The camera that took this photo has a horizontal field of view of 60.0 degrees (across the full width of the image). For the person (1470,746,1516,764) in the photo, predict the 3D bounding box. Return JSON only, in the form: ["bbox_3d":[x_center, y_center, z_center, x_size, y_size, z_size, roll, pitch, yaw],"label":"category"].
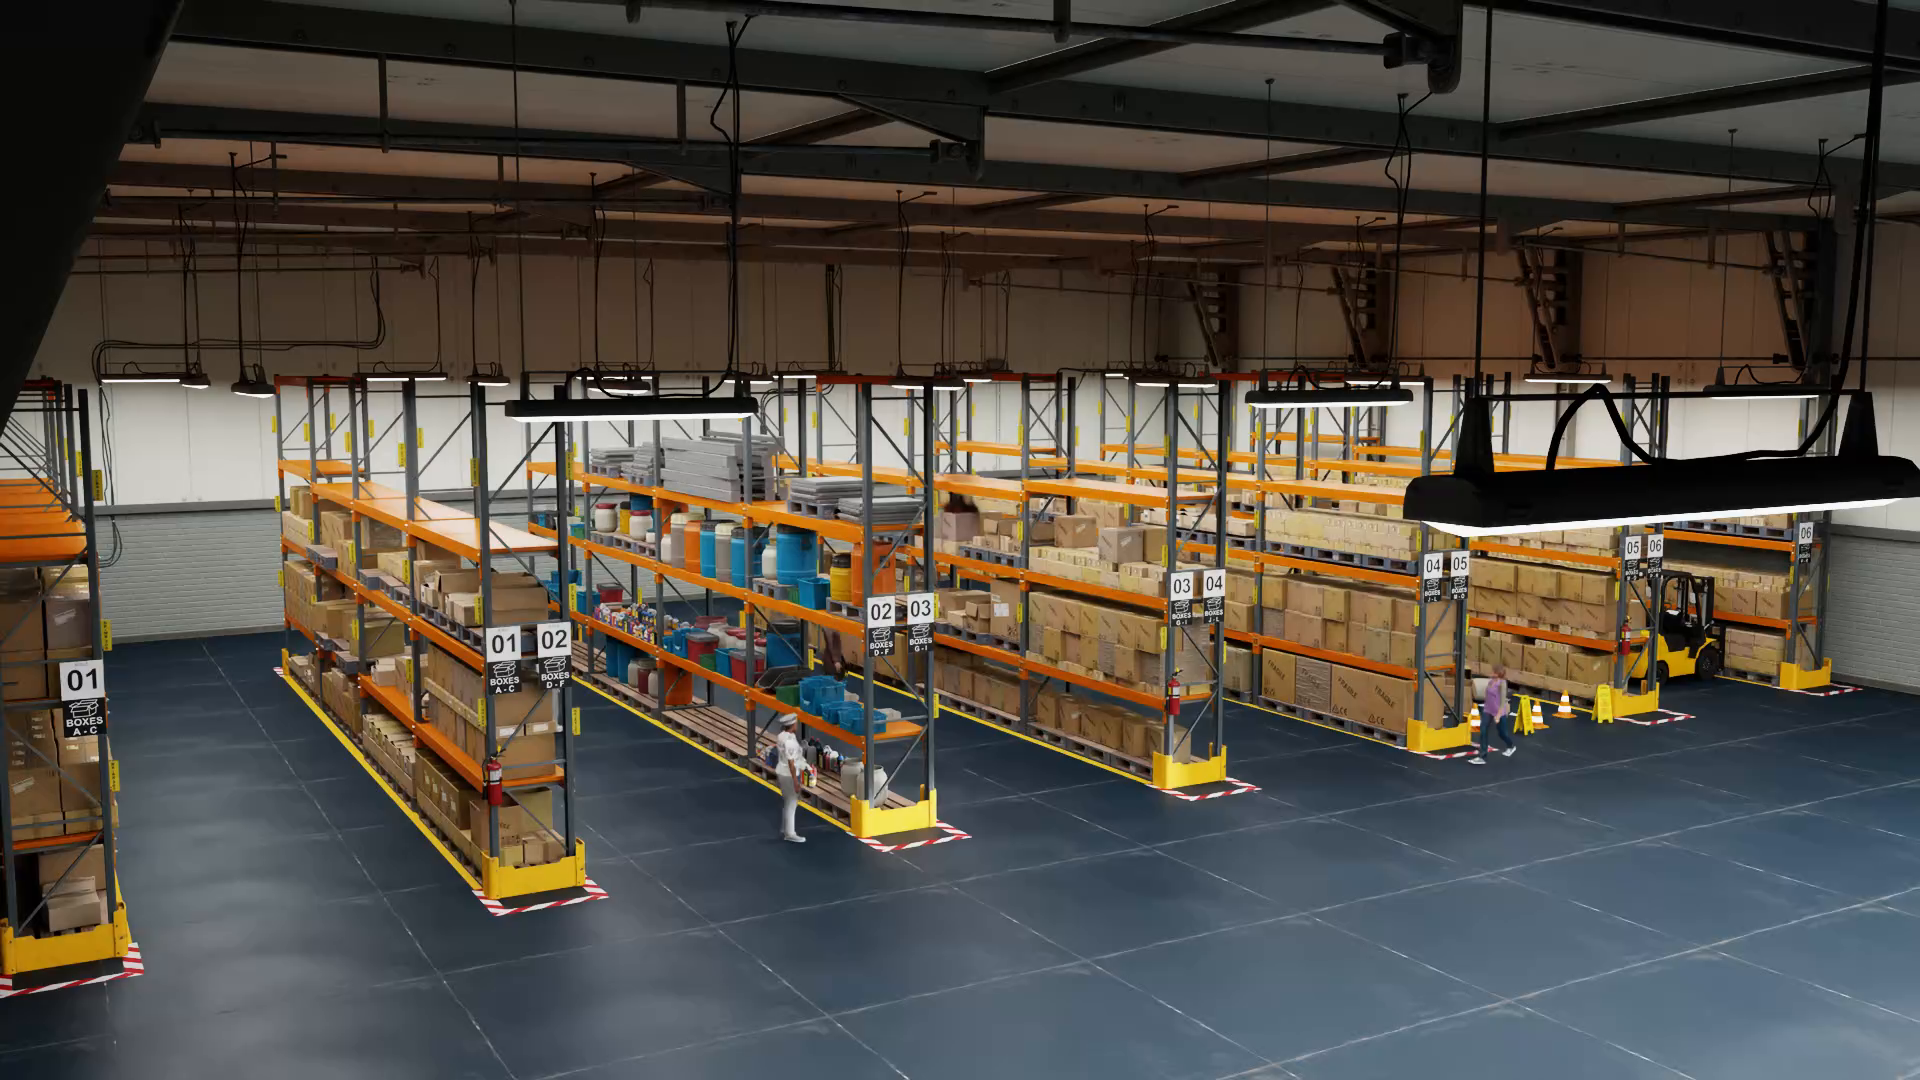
[{"bbox_3d":[8.362,3.348,26.109,0.885,0.259,0.318,-6,9,-43],"label":"person"}]

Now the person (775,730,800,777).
[{"bbox_3d":[-2.246,2.793,21.837,0.351,0.589,0.463,-1,6,-13],"label":"person"}]

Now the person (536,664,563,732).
[{"bbox_3d":[-6.975,2.394,28.034,0.535,1.784,0.593,3,7,24],"label":"person"}]
